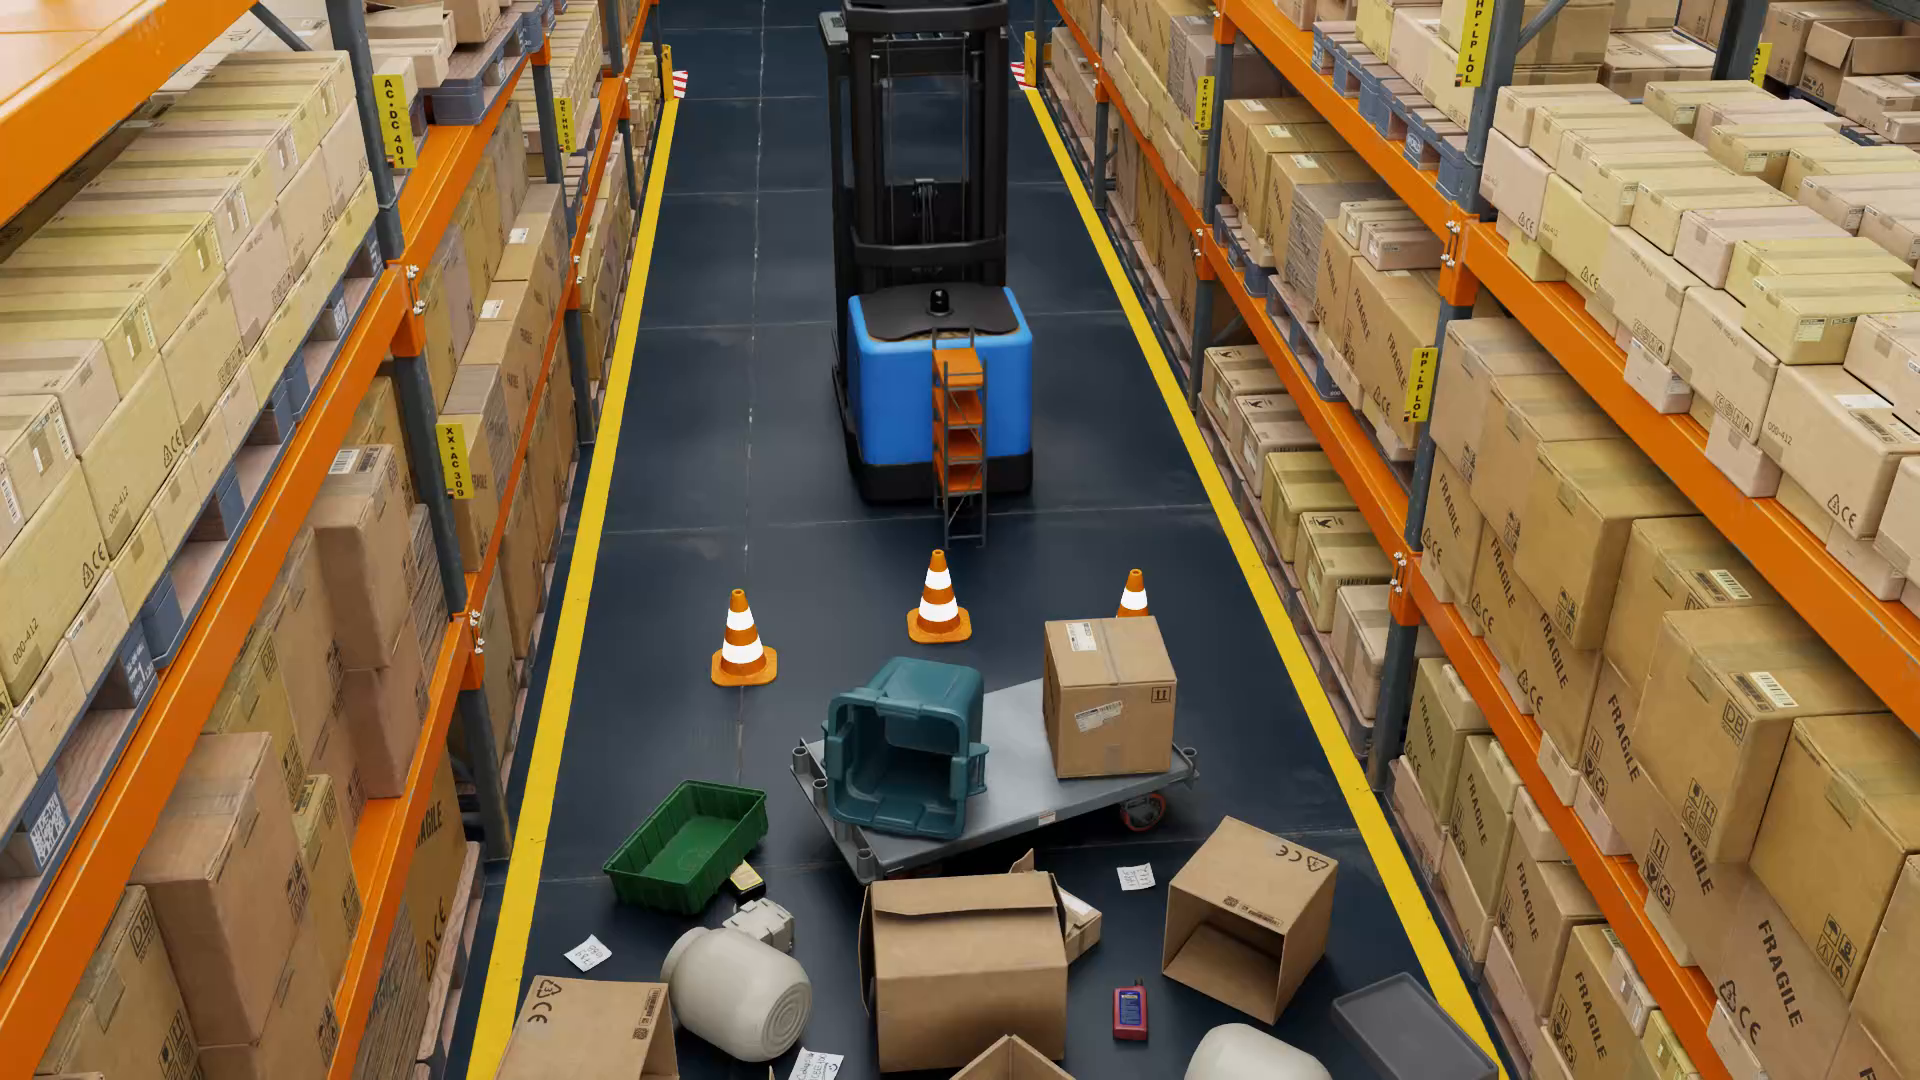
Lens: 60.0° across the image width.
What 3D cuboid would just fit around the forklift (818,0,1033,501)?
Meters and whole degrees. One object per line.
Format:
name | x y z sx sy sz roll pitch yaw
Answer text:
forklift | -0.287 -2.232 10.629 1.130 2.935 3.031 -4 31 -7

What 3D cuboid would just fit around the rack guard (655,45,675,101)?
rack guard | -3.613 -4.884 17.440 1.175 0.500 0.348 -3 31 -5

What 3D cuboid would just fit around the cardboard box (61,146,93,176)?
cardboard box | -2.755 -1.154 4.791 0.380 0.149 0.250 -3 31 -5

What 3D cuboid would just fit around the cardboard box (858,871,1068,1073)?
cardboard box | 0.013 1.645 6.374 0.797 0.637 0.503 -3 31 -5

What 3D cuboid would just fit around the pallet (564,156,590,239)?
pallet | -3.045 -2.188 10.676 1.213 0.211 1.003 -3 31 -5

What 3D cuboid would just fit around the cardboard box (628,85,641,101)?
cardboard box | -3.193 -4.151 15.565 0.380 0.149 0.250 -3 31 -4

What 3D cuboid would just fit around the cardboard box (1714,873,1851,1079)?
cardboard box | 2.427 1.193 4.440 0.500 0.500 0.500 -3 31 -4

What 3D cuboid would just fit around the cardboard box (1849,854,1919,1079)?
cardboard box | 2.529 1.033 3.732 0.700 0.500 0.500 -3 31 -6

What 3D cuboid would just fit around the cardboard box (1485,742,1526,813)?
cardboard box | 2.208 0.884 6.252 0.380 0.149 0.250 -2 31 -3

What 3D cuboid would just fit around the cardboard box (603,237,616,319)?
cardboard box | -2.788 -1.911 12.052 0.500 0.500 0.500 -4 31 -6

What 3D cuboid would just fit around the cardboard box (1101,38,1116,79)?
cardboard box | 1.451 -3.941 13.569 0.500 0.250 0.500 -3 31 -6

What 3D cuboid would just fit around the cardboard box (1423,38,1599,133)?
cardboard box | 2.221 -1.853 6.739 0.500 0.250 0.500 -3 31 -6

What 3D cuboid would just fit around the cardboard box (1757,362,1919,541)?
cardboard box | 2.379 -0.237 4.153 0.500 0.250 0.500 -2 31 -3

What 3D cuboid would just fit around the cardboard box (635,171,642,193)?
cardboard box | -2.960 -3.112 14.405 0.380 0.149 0.250 -4 31 -7

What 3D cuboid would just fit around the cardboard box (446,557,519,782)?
cardboard box | -2.646 0.603 7.599 1.050 0.750 0.750 -3 31 -5

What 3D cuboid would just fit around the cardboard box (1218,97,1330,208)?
cardboard box | 1.858 -2.311 9.896 0.500 0.500 0.500 -4 31 -6

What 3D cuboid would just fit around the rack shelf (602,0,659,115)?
rack shelf | -3.433 -4.666 15.339 1.077 0.370 4.000 -3 31 -5

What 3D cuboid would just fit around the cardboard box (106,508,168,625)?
cardboard box | -1.933 0.063 3.532 0.380 0.149 0.250 -3 31 -4

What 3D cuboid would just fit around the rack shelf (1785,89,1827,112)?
rack shelf | 6.801 -3.153 12.805 1.077 0.370 4.000 -3 31 -5

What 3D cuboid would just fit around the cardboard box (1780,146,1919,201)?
cardboard box | 2.858 -1.137 5.271 0.380 0.149 0.250 -2 31 -3

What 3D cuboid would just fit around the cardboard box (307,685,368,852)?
cardboard box | -2.445 0.815 5.315 0.875 0.550 0.550 -3 31 -5

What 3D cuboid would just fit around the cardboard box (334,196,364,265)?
cardboard box | -2.123 -0.974 5.268 0.380 0.149 0.250 -2 31 -4

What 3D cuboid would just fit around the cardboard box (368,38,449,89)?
cardboard box | -2.371 -2.001 6.987 0.380 0.149 0.250 -3 31 -5

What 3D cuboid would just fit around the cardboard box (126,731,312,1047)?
cardboard box | -2.182 0.884 4.145 0.875 0.550 0.550 -3 31 -5

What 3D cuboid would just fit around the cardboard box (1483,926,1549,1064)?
cardboard box | 2.320 1.699 6.253 0.500 0.250 0.500 -3 31 -5

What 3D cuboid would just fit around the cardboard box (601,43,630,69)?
cardboard box | -2.947 -4.007 13.778 0.380 0.149 0.250 -2 31 -3

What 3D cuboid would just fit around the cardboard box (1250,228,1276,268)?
cardboard box | 1.869 -1.669 9.455 0.380 0.149 0.250 -3 31 -4

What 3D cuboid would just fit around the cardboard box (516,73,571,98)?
cardboard box | -2.820 -3.021 11.138 0.380 0.149 0.250 -1 31 -2

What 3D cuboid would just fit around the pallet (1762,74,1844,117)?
pallet | 6.802 -3.351 12.622 1.003 0.211 1.213 -3 31 -5

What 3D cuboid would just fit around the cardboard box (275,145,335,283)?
cardboard box | -2.150 -0.947 4.834 0.500 0.250 0.500 -3 31 -5

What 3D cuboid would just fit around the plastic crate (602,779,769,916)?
plastic crate | -1.178 1.339 7.270 0.450 0.188 0.662 4 30 26

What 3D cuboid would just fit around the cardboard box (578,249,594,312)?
cardboard box | -2.696 -1.705 10.976 0.500 0.250 0.500 -4 31 -7

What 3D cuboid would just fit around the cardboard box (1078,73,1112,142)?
cardboard box | 1.637 -4.106 15.788 0.875 0.438 0.875 -4 31 -6

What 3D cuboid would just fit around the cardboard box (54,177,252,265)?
cardboard box | -2.030 -0.799 4.198 0.380 0.149 0.250 -3 31 -5

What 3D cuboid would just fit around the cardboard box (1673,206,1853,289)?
cardboard box | 2.301 -0.842 4.777 0.380 0.149 0.250 -3 31 -5

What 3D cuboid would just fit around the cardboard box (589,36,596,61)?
cardboard box | -2.966 -3.699 12.564 0.380 0.149 0.250 -1 31 -2

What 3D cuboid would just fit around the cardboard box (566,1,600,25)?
cardboard box | -3.014 -4.086 12.922 0.380 0.149 0.250 -1 31 -2

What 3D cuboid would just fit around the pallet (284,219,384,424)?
pallet | -2.433 -0.701 5.160 1.003 0.211 1.213 -3 31 -5

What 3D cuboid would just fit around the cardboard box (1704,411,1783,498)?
cardboard box | 2.294 -0.247 4.558 0.380 0.149 0.250 -3 31 -5

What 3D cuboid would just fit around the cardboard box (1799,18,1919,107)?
cardboard box | 6.651 -3.490 12.157 0.797 0.503 0.637 -3 31 -6

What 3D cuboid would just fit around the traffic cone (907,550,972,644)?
traffic cone | -0.112 0.264 8.856 0.336 0.463 0.334 -3 31 -5

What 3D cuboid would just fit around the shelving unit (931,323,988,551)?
shelving unit | -0.005 -0.587 9.563 0.258 1.200 0.503 -4 31 -7

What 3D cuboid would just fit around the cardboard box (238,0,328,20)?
cardboard box | -2.882 -2.227 7.208 0.500 0.311 0.500 -4 31 -6

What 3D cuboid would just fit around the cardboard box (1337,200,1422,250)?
cardboard box | 2.026 -1.503 7.911 0.380 0.149 0.250 -4 31 -7

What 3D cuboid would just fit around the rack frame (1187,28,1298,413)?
rack frame | 2.046 -2.201 10.509 1.000 3.000 0.127 -3 31 -5

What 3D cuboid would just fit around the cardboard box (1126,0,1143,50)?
cardboard box | 1.547 -3.962 12.386 0.500 0.500 0.500 -3 31 -6

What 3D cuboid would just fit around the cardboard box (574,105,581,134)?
cardboard box | -2.839 -2.899 11.514 0.380 0.149 0.250 -2 31 -4

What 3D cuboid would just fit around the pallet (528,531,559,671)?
pallet | -2.763 0.313 9.021 1.003 0.211 1.213 -3 31 -5

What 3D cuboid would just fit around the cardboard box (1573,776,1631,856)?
cardboard box | 2.292 0.906 5.552 0.380 0.149 0.250 -3 31 -5

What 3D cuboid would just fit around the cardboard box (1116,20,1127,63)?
cardboard box | 1.510 -3.890 12.996 0.500 0.250 0.500 -2 31 -4

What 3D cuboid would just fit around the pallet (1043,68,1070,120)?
pallet | 1.452 -4.683 17.385 1.003 0.211 1.213 -3 31 -5

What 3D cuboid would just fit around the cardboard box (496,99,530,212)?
cardboard box | -2.841 -2.154 9.359 0.700 0.500 0.500 -3 31 -5

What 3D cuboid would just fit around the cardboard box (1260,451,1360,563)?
cardboard box | 2.231 -0.200 9.313 0.950 0.372 0.625 -2 31 -3

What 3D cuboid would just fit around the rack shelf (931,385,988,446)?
rack shelf | -0.005 -0.721 9.483 0.258 0.148 0.480 -4 31 -7
